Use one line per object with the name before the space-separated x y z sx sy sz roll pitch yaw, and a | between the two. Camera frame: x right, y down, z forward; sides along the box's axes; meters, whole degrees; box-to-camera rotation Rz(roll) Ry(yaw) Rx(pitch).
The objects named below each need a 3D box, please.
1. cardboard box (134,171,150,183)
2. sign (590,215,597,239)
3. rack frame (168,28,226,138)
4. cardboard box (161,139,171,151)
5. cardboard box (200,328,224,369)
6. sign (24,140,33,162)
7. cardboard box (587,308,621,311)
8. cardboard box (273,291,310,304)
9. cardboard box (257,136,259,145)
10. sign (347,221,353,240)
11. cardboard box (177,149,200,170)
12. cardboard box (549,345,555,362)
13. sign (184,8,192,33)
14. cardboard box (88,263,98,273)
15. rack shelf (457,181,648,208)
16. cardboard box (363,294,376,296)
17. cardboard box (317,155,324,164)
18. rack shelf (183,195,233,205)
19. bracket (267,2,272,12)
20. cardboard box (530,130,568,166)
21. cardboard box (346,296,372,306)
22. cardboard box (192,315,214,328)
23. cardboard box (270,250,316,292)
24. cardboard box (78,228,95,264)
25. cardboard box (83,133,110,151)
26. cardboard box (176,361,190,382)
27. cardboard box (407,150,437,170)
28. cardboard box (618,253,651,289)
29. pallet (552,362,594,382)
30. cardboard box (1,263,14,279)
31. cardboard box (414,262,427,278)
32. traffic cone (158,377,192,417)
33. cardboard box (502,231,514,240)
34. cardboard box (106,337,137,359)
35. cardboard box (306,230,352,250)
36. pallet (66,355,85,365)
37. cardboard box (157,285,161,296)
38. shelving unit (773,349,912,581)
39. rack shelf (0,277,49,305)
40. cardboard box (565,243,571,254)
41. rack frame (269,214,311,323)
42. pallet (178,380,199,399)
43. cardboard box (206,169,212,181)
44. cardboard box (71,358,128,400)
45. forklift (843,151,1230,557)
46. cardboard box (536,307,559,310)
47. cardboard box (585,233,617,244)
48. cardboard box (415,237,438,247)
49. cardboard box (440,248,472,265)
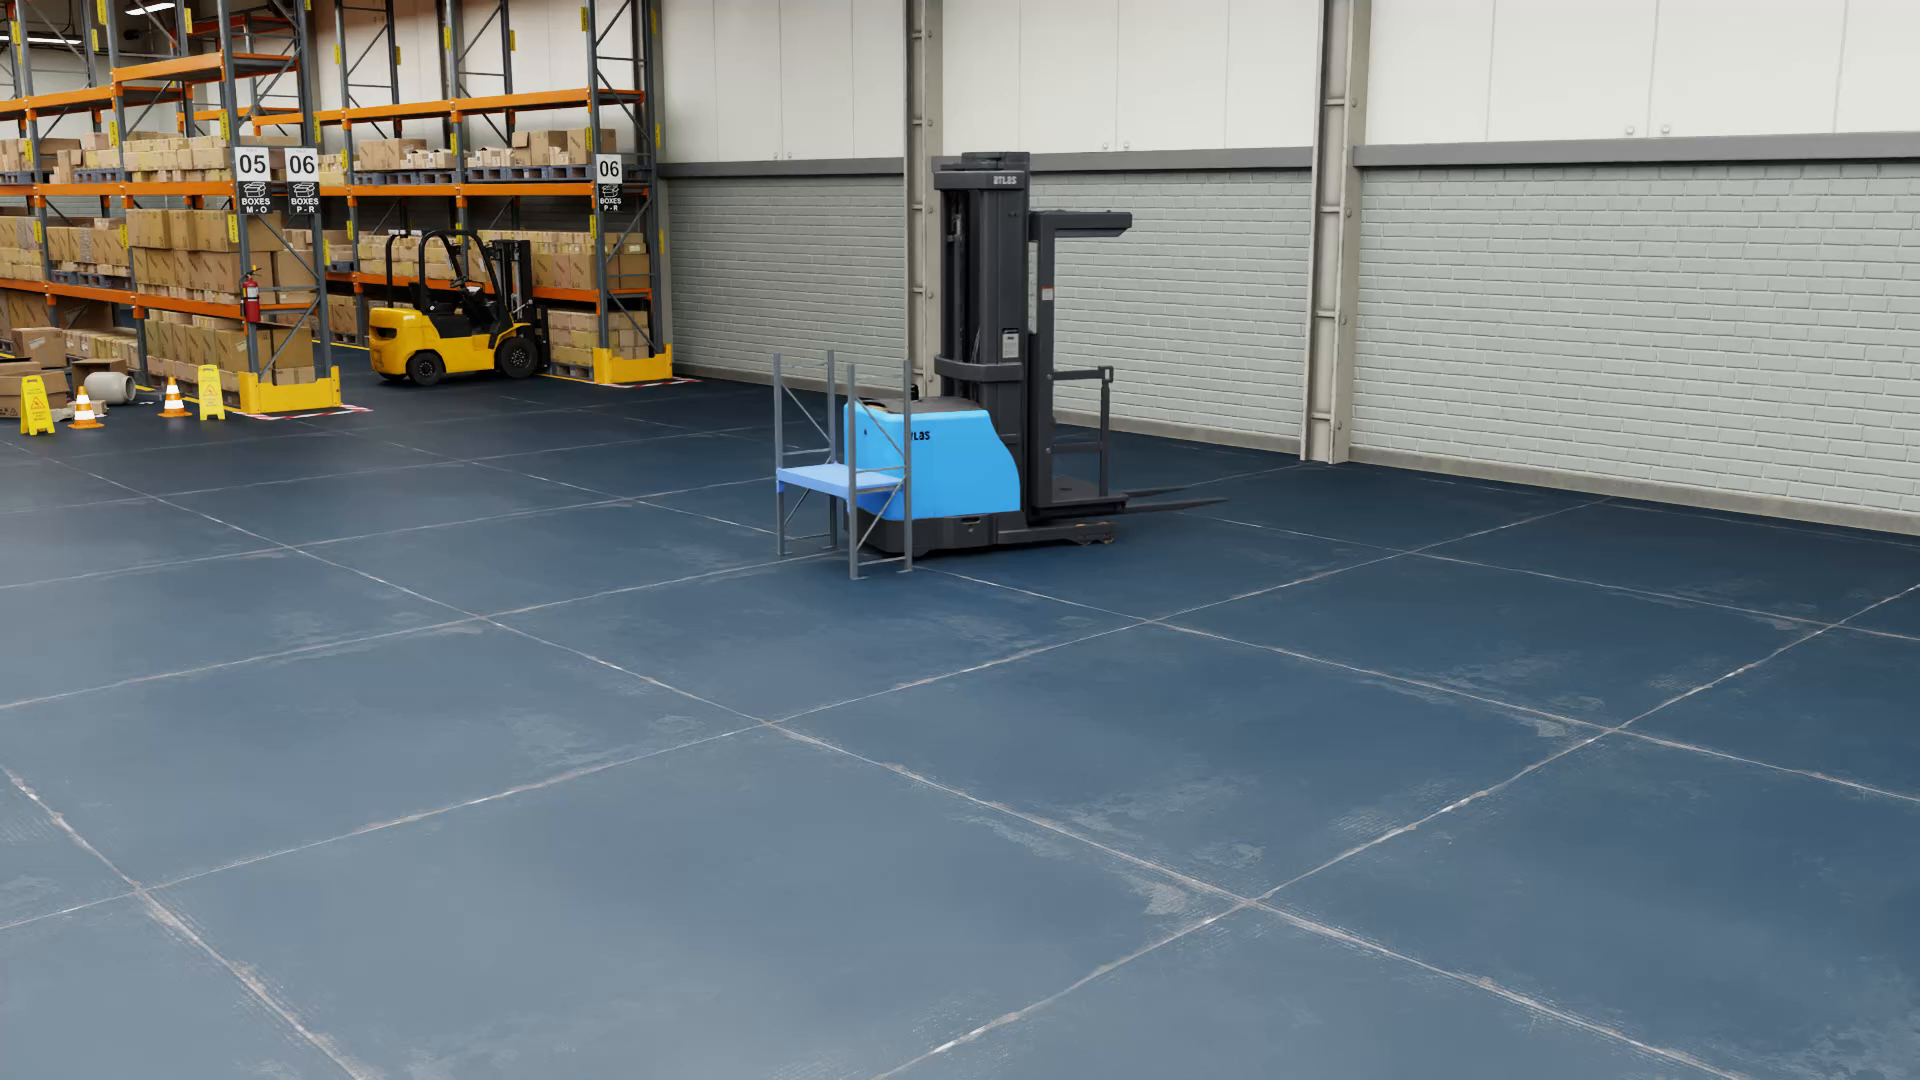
cardboard box | -10.938 -4.913 22.514 0.380 0.149 0.250 -11 16 -42
sign | -5.167 -4.411 23.432 0.100 0.325 0.005 -11 16 -43
rack frame | -15.814 -9.075 34.658 1.000 3.000 0.127 -11 16 -43
cardboard box | -10.194 -5.156 21.716 0.380 0.149 0.250 -11 16 -43
cardboard box | -9.457 -2.492 21.487 0.500 0.500 0.500 -10 15 -40
sign | -14.284 -5.962 25.504 0.100 0.325 0.005 -11 16 -43
cardboard box | -5.307 -3.319 24.884 0.500 0.250 0.500 -11 16 -42
cardboard box | -8.437 -3.065 20.976 0.380 0.149 0.250 -11 16 -42
cardboard box | -8.636 -4.961 20.769 0.380 0.149 0.250 -11 16 -43
sign | -10.675 -5.420 29.114 0.100 0.325 0.005 -11 16 -43
cardboard box | -9.609 -4.836 21.154 0.500 0.250 0.500 -10 16 -41
cardboard box | -5.993 -2.833 25.003 0.500 0.250 0.500 -11 16 -42
sign | -10.709 -7.201 23.049 0.100 0.325 0.005 -11 16 -43
cardboard box | -12.706 -4.043 24.686 0.380 0.149 0.250 -10 15 -41
rack shelf | -6.146 -5.210 25.116 1.077 0.370 4.000 -11 16 -43
cardboard box | -10.818 -4.455 30.649 0.380 0.149 0.250 -11 16 -42
cardboard box | -11.461 -6.868 30.024 0.380 0.149 0.250 -11 16 -44
rack shelf | -14.433 -6.962 33.617 1.077 0.370 4.000 -11 16 -43
bracket | -13.424 -10.492 32.618 0.235 0.232 0.430 -11 16 -43
cardboard box | -5.882 -5.768 24.506 0.700 0.500 0.500 -11 16 -42
cardboard box | -10.814 -4.305 29.919 0.250 0.149 0.380 11 16 42
cardboard box | -9.748 -2.854 21.637 0.380 0.149 0.250 -10 15 -40
cardboard box | -8.479 -3.412 21.053 0.500 0.500 0.500 -11 16 -43
cardboard box | -12.657 -4.354 24.583 0.500 0.500 0.500 11 16 43
cardboard box | -12.328 -5.752 24.055 0.500 0.250 0.500 -11 16 -42
cardboard box | -10.157 -2.275 22.293 0.500 0.250 0.500 -11 16 -43
cardboard box | -8.733 -6.249 27.309 0.500 0.311 0.500 11 16 43
cardboard box | -4.906 -3.961 24.458 0.500 0.500 0.500 -10 15 -41
pallet | -5.323 -2.542 24.724 1.003 0.211 1.213 -11 16 -43
cardboard box | -15.487 -4.460 27.495 0.500 0.250 0.500 -11 16 -43
cardboard box | -8.736 -4.498 27.683 0.500 0.250 0.500 -11 16 -42
traffic cone | -9.582 -1.750 20.258 0.336 0.463 0.334 -11 16 -43
cardboard box | -6.791 -4.662 25.515 0.380 0.149 0.250 -11 16 -43
cardboard box | -11.978 -2.792 24.503 0.950 0.372 0.625 -10 15 -39
cardboard box | -11.550 -5.438 30.575 0.637 0.503 0.797 11 16 44
pallet | -13.338 -2.797 25.963 1.003 0.211 1.213 -11 16 -43
cardboard box | -10.712 -3.415 22.677 0.380 0.149 0.250 -11 16 -43
shelving unit | -0.849 -0.568 11.950 0.538 1.500 1.048 -8 14 -35
rack shelf | -15.258 -4.216 27.726 1.077 0.370 4.000 -11 16 -43
cardboard box | -5.540 -4.259 24.296 0.380 0.149 0.250 -11 16 -42
rack frame | -13.052 -5.553 32.430 1.000 3.000 0.127 -11 16 -43
pallet | -9.778 -2.056 22.368 1.003 0.211 1.213 -11 16 -43
cardboard box | -9.155 -4.544 20.721 0.380 0.149 0.250 -10 15 -41
cardboard box | -11.359 -2.124 21.976 0.500 0.500 0.500 -1 12 -4
forklift | 0.659 -1.484 12.852 3.031 2.935 1.130 -5 13 -23
cardboard box | -6.365 -3.395 25.251 0.500 0.250 0.500 -11 16 -44
cardboard box | -5.165 -4.337 23.935 0.380 0.149 0.250 -11 16 -42
cardboard box | -8.827 -4.953 27.664 0.380 0.149 0.250 -11 16 -42
cardboard box | -8.051 -4.593 26.903 0.500 0.250 0.500 -11 16 -44
